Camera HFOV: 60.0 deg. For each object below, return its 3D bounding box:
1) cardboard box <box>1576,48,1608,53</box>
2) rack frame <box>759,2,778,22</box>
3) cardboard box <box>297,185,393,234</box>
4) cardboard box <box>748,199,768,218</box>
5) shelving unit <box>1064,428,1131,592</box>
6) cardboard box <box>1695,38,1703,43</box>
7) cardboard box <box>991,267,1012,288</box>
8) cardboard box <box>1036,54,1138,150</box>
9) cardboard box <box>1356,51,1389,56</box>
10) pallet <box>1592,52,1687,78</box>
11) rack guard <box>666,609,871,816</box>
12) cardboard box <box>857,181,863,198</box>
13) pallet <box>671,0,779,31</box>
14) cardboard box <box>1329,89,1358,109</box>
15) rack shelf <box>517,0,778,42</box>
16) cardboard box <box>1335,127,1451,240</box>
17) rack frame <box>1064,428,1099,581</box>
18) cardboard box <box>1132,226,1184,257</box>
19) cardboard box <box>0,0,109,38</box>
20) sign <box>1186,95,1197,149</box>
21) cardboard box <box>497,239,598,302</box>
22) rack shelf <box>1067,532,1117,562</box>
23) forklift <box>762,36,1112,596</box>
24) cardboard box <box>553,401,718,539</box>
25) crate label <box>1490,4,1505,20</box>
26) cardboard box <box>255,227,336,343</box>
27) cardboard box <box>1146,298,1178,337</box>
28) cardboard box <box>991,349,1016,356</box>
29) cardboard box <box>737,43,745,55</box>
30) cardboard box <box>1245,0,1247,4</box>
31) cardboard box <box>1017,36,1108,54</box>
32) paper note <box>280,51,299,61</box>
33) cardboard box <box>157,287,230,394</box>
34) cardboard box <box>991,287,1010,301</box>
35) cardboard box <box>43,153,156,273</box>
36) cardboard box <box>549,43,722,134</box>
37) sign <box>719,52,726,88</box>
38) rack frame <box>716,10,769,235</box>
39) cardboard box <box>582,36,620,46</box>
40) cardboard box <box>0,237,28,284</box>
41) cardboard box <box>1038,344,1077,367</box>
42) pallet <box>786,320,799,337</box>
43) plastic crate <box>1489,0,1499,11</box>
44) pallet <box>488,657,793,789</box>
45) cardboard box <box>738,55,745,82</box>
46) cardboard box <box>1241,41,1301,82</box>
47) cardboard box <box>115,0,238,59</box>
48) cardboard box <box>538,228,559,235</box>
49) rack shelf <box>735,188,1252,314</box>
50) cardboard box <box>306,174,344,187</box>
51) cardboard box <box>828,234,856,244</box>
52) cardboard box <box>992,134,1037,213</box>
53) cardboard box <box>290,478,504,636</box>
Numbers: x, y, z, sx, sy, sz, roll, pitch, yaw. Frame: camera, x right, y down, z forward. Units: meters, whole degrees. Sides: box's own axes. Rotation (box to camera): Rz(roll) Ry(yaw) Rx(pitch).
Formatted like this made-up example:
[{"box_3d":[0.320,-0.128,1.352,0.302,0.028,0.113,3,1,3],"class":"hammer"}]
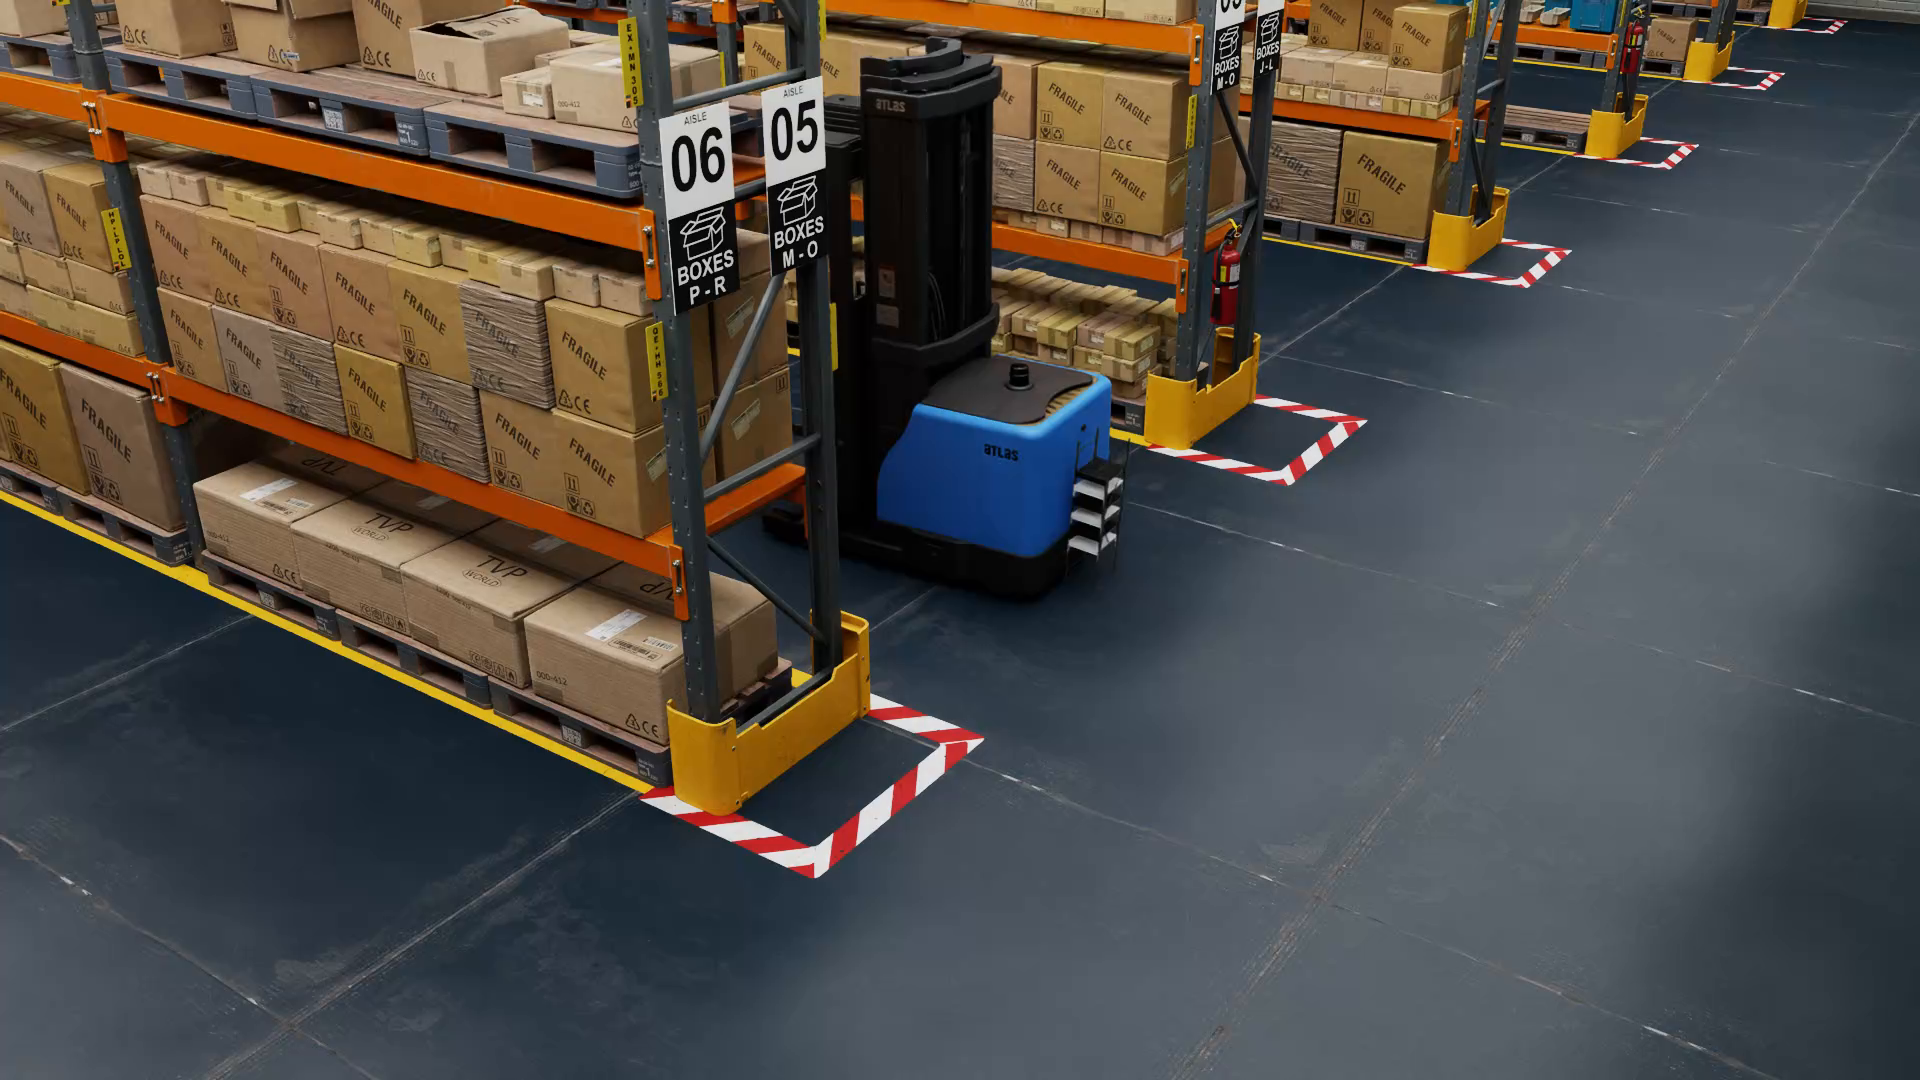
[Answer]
[{"box_3d":[8.944,-6.990,23.225,0.500,0.250,0.500,17,32,30],"class":"cardboard box"},{"box_3d":[-1.908,-6.069,18.868,0.127,3.000,1.000,17,32,30],"class":"rack frame"},{"box_3d":[-3.027,-1.628,8.215,0.250,0.149,0.380,17,32,30],"class":"cardboard box"},{"box_3d":[-1.962,-2.909,14.125,0.500,0.250,0.500,16,31,28],"class":"cardboard box"},{"box_3d":[0.787,-0.170,9.578,0.210,0.900,0.258,20,33,27],"class":"shelving unit"},{"box_3d":[10.147,-6.878,23.117,0.250,0.149,0.380,17,32,30],"class":"cardboard box"},{"box_3d":[0.198,-1.989,12.875,0.250,0.149,0.380,17,32,30],"class":"cardboard box"},{"box_3d":[0.859,-2.963,11.225,0.500,0.500,0.500,16,31,29],"class":"cardboard box"},{"box_3d":[4.011,-4.435,15.495,0.500,0.250,0.500,17,31,30],"class":"cardboard box"},{"box_3d":[9.577,-6.698,23.179,1.213,0.211,1.003,17,32,30],"class":"pallet"},{"box_3d":[-0.905,0.811,8.106,0.348,0.500,1.175,17,32,30],"class":"rack guard"},{"box_3d":[-0.558,-2.657,12.442,0.250,0.149,0.380,18,32,31],"class":"cardboard box"},{"box_3d":[-2.556,-6.126,19.192,1.003,0.211,1.213,17,32,30],"class":"pallet"},{"box_3d":[3.578,-4.066,15.210,0.250,0.149,0.380,18,32,31],"class":"cardboard box"},{"box_3d":[-3.557,-6.262,20.040,4.000,0.370,1.077,17,32,30],"class":"rack shelf"},{"box_3d":[4.113,-3.389,15.482,0.875,0.875,0.875,17,32,30],"class":"cardboard box"},{"box_3d":[0.702,-0.201,9.624,0.006,0.900,0.240,20,33,27],"class":"rack frame"},{"box_3d":[1.366,-2.052,11.252,0.250,0.149,0.380,17,32,30],"class":"cardboard box"},{"box_3d":[-5.067,-2.969,9.104,0.500,0.311,0.500,17,32,30],"class":"cardboard box"},{"box_3d":[1.464,-2.640,10.506,0.005,0.325,0.100,17,32,30],"class":"sign"},{"box_3d":[-1.817,-1.197,7.367,0.250,0.149,0.380,17,32,30],"class":"cardboard box"},{"box_3d":[0.775,0.016,9.682,0.200,0.077,0.258,20,33,27],"class":"rack shelf"},{"box_3d":[-0.627,-1.463,9.893,3.031,2.935,1.130,15,30,26],"class":"forklift"},{"box_3d":[-1.472,-0.379,7.577,0.500,0.500,0.500,18,32,31],"class":"cardboard box"},{"box_3d":[6.241,-6.059,19.074,0.243,0.136,0.396,17,32,30],"class":"crate label"},{"box_3d":[-3.138,-1.346,8.375,0.500,0.500,0.500,18,32,31],"class":"cardboard box"},{"box_3d":[1.555,-1.629,12.169,0.250,0.149,0.380,16,31,28],"class":"cardboard box"},{"box_3d":[0.348,-1.389,12.351,0.250,0.149,0.380,16,31,28],"class":"cardboard box"},{"box_3d":[-2.478,-5.646,19.481,0.500,0.250,0.500,19,32,32],"class":"cardboard box"},{"box_3d":[1.569,-3.667,11.006,0.500,0.250,0.500,19,32,32],"class":"cardboard box"},{"box_3d":[0.739,-3.292,11.872,0.500,0.500,0.500,17,31,29],"class":"cardboard box"},{"box_3d":[-2.986,-2.157,7.407,0.123,0.032,0.006,17,32,30],"class":"paper note"},{"box_3d":[-3.983,-1.163,9.117,0.500,0.500,0.500,18,32,32],"class":"cardboard box"},{"box_3d":[0.170,-1.761,12.428,0.250,0.149,0.380,16,31,29],"class":"cardboard box"},{"box_3d":[-4.732,-1.848,9.361,0.500,0.500,0.500,18,32,32],"class":"cardboard box"},{"box_3d":[-1.347,-1.893,6.947,0.500,0.250,0.500,14,30,26],"class":"cardboard box"},{"box_3d":[-1.814,-3.521,12.584,0.005,0.325,0.100,17,32,30],"class":"sign"},{"box_3d":[-1.503,-3.213,13.256,0.127,3.000,1.000,17,32,30],"class":"rack frame"},{"box_3d":[-3.072,-4.293,14.537,0.250,0.149,0.380,19,33,33],"class":"cardboard box"},{"box_3d":[-5.570,-1.771,10.037,0.500,0.250,0.500,18,32,31],"class":"cardboard box"},{"box_3d":[0.768,-1.397,12.040,0.250,0.149,0.380,16,31,28],"class":"cardboard box"},{"box_3d":[-0.929,-1.811,13.576,1.213,0.211,1.003,17,32,30],"class":"pallet"},{"box_3d":[6.388,-6.343,19.525,0.300,0.233,0.416,17,32,30],"class":"plastic crate"},{"box_3d":[-1.628,0.757,8.529,1.213,0.211,1.003,17,32,30],"class":"pallet"},{"box_3d":[-1.800,-3.896,13.756,0.250,0.149,0.380,18,32,32],"class":"cardboard box"},{"box_3d":[2.867,-4.499,15.620,0.500,0.250,0.500,17,32,30],"class":"cardboard box"},{"box_3d":[-3.856,-2.720,8.297,0.500,0.500,0.500,18,32,31],"class":"cardboard box"},{"box_3d":[-1.940,-1.542,8.045,0.250,0.149,0.380,18,32,31],"class":"cardboard box"},{"box_3d":[0.146,-2.379,12.410,4.000,0.370,1.077,17,32,30],"class":"rack shelf"},{"box_3d":[-3.213,-1.921,8.791,0.250,0.149,0.380,17,32,30],"class":"cardboard box"},{"box_3d":[-1.062,-2.401,13.685,0.250,0.149,0.380,18,32,32],"class":"cardboard box"},{"box_3d":[0.433,-2.643,11.698,0.500,0.500,0.500,17,32,30],"class":"cardboard box"},{"box_3d":[-3.027,0.049,9.208,0.875,0.438,0.875,16,31,29],"class":"cardboard box"}]
